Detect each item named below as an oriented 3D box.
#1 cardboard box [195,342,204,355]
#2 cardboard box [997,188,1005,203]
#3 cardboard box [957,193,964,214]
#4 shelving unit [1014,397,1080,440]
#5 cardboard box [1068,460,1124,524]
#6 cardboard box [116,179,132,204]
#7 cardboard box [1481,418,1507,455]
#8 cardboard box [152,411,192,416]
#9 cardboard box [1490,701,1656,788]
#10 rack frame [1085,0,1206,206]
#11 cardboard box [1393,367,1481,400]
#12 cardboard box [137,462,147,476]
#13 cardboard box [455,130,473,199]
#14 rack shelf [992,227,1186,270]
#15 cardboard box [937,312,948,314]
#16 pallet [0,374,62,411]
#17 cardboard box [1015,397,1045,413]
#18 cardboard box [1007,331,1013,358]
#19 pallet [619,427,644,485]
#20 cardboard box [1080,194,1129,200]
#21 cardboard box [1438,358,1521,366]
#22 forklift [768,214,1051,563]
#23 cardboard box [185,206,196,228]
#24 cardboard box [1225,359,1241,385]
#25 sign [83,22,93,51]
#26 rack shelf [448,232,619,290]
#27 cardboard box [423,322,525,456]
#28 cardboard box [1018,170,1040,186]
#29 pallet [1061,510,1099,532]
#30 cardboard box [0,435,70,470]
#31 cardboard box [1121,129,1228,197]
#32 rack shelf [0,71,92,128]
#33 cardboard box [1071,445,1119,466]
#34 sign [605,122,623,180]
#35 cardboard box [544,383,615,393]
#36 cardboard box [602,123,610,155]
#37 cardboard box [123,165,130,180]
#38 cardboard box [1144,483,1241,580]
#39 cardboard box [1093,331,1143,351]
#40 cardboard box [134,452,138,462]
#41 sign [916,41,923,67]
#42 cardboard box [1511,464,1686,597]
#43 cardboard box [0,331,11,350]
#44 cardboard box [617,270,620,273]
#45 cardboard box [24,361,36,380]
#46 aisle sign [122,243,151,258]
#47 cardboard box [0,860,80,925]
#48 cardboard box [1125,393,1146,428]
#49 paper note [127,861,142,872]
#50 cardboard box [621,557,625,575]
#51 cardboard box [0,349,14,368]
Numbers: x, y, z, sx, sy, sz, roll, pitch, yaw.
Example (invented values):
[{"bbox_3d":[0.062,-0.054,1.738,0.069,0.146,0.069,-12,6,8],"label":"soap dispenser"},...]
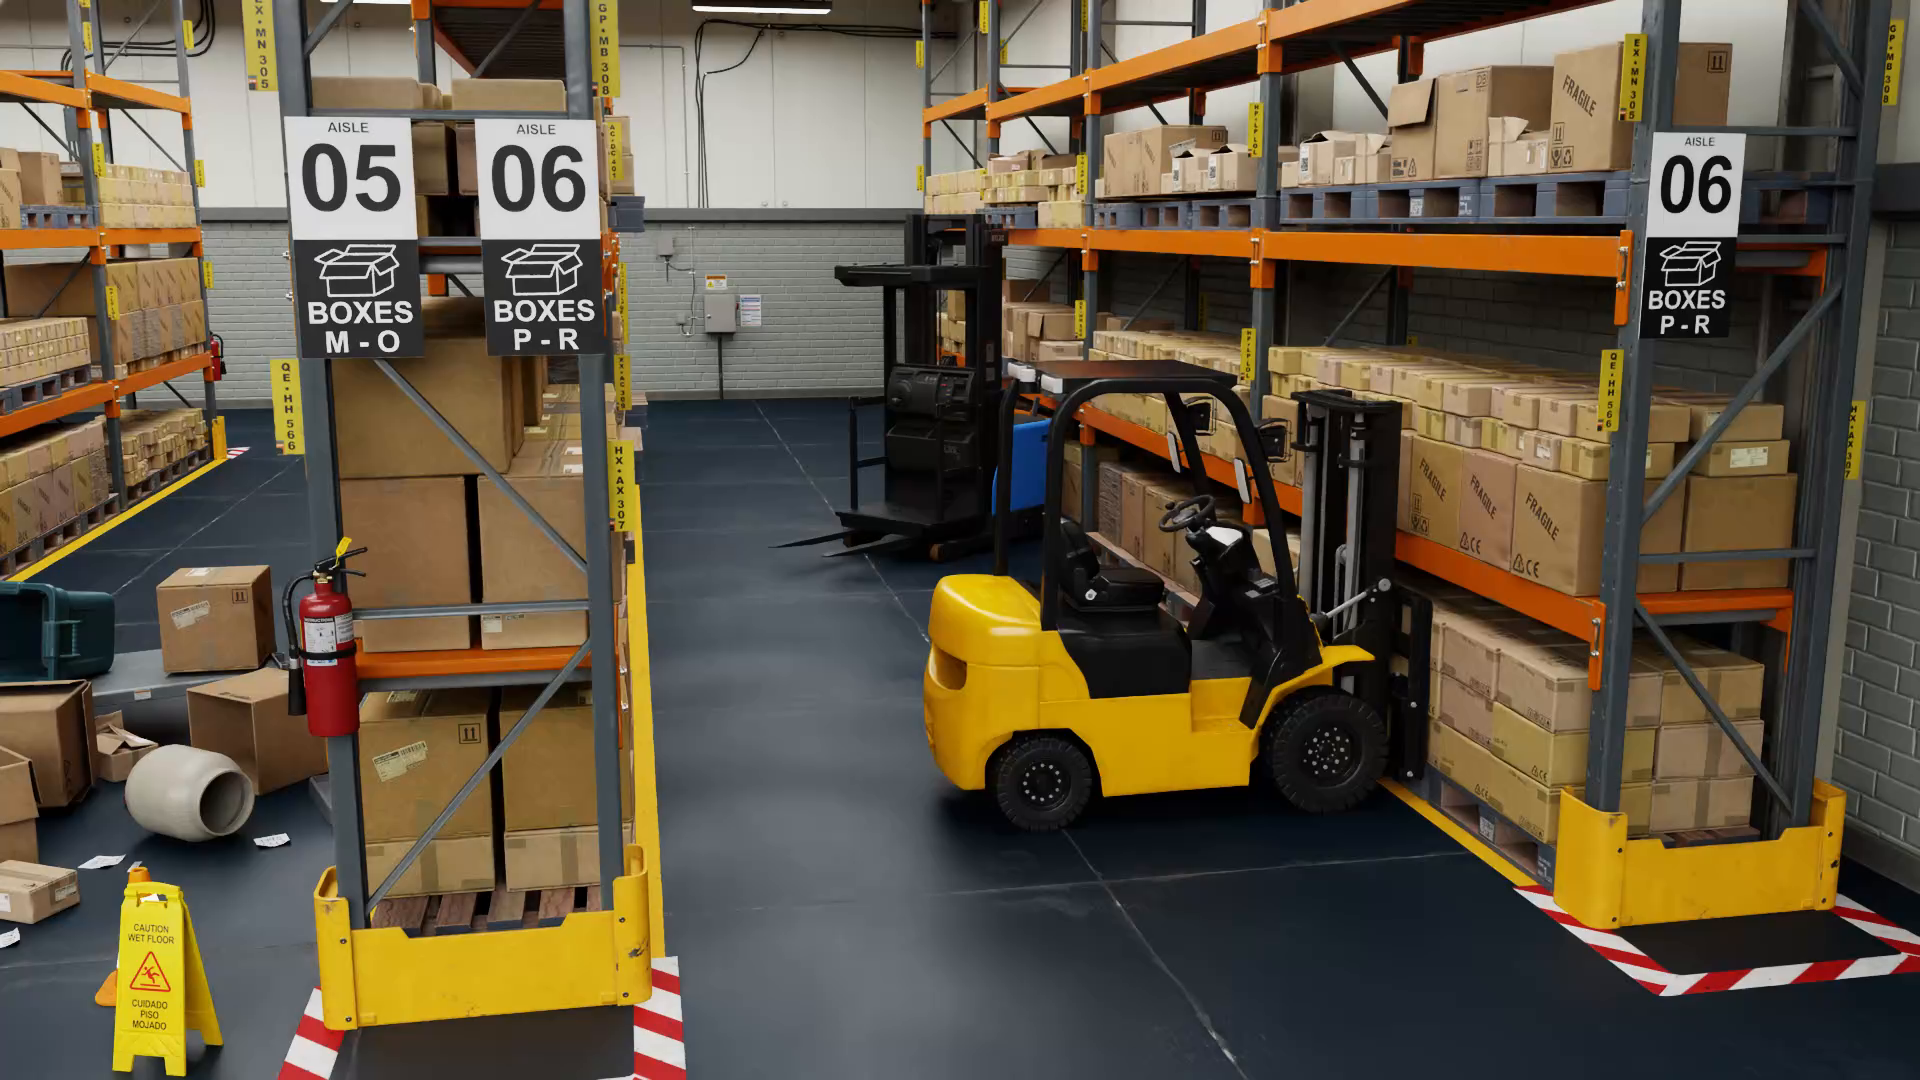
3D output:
[{"bbox_3d":[-9.346,-2.309,20.032,0.380,0.149,0.250,-2,11,-11],"label":"cardboard box"},{"bbox_3d":[0.590,-3.523,16.998,0.380,0.149,0.250,-2,11,-10],"label":"cardboard box"},{"bbox_3d":[0.256,-3.943,19.527,0.500,0.250,0.500,-2,11,-10],"label":"cardboard box"},{"bbox_3d":[0.610,-0.813,16.020,0.538,1.125,1.048,12,4,-23],"label":"shelving unit"},{"bbox_3d":[1.280,-0.443,15.116,0.500,0.500,0.500,-2,11,-9],"label":"cardboard box"},{"bbox_3d":[-8.860,-3.583,17.092,0.500,0.250,0.500,-2,11,-11],"label":"cardboard box"},{"bbox_3d":[2.680,-0.490,7.800,0.380,0.149,0.250,-2,11,-11],"label":"cardboard box"},{"bbox_3d":[-9.343,-1.444,19.726,0.380,0.149,0.250,-2,11,-10],"label":"cardboard box"},{"bbox_3d":[2.727,0.894,7.427,0.500,0.250,0.500,-2,11,-12],"label":"cardboard box"},{"bbox_3d":[1.573,-4.342,13.994,1.000,3.000,0.127,-2,11,-11],"label":"rack frame"},{"bbox_3d":[2.516,-0.827,8.776,0.380,0.149,0.250,-2,11,-11],"label":"cardboard box"},{"bbox_3d":[-8.816,-0.725,17.540,0.380,0.149,0.250,-2,11,-11],"label":"cardboard box"},{"bbox_3d":[-2.187,-1.469,6.529,0.500,0.250,0.500,-2,11,-12],"label":"cardboard box"},{"bbox_3d":[1.184,-2.882,16.269,1.077,0.370,4.000,-2,11,-11],"label":"rack shelf"},{"bbox_3d":[-0.159,-2.841,21.761,0.500,0.250,0.500,-2,11,-11],"label":"cardboard box"},{"bbox_3d":[-8.556,-1.282,14.478,1.003,0.211,1.213,-2,11,-11],"label":"pallet"},{"bbox_3d":[0.701,-1.450,17.878,0.380,0.149,0.250,-3,11,-14],"label":"cardboard box"},{"bbox_3d":[0.689,-2.000,16.971,0.396,0.266,0.258,-2,11,-8],"label":"cardboard box"},{"bbox_3d":[-2.523,-0.531,10.531,1.003,0.211,1.213,-2,11,-11],"label":"pallet"},{"bbox_3d":[1.268,-3.047,14.547,0.380,0.149,0.250,-2,11,-10],"label":"cardboard box"},{"bbox_3d":[2.923,-0.940,9.368,0.380,0.149,0.250,-2,11,-12],"label":"cardboard box"},{"bbox_3d":[-0.390,-1.349,14.496,1.130,2.935,3.031,8,14,38],"label":"forklift"},{"bbox_3d":[-9.339,-3.808,19.615,0.500,0.250,0.500,-2,11,-12],"label":"cardboard box"},{"bbox_3d":[1.999,-1.130,11.163,0.380,0.149,0.250,-2,11,-12],"label":"cardboard box"},{"bbox_3d":[-10.219,-5.907,19.509,0.100,0.325,0.005,-2,11,-11],"label":"sign"},{"bbox_3d":[-2.906,-1.967,11.463,1.077,0.370,4.000,-2,11,-11],"label":"rack shelf"},{"bbox_3d":[-2.144,-0.611,6.703,0.700,0.500,0.500,-2,11,-10],"label":"cardboard box"},{"bbox_3d":[0.780,-3.529,16.232,0.380,0.149,0.250,-2,11,-11],"label":"cardboard box"},{"bbox_3d":[1.465,-0.163,15.542,1.003,0.211,1.213,-2,11,-11],"label":"pallet"},{"bbox_3d":[-8.313,-0.777,14.865,0.500,0.250,0.500,-3,11,-14],"label":"cardboard box"},{"bbox_3d":[1.671,-2.942,13.005,0.700,0.500,0.500,-2,11,-12],"label":"cardboard box"},{"bbox_3d":[-8.520,-3.779,14.031,1.077,0.370,4.000,-2,11,-11],"label":"rack shelf"},{"bbox_3d":[1.228,-0.773,15.116,0.380,0.149,0.250,-3,11,-14],"label":"cardboard box"},{"bbox_3d":[-1.987,-2.228,9.531,0.100,0.325,0.005,-2,11,-11],"label":"sign"},{"bbox_3d":[-2.187,-0.603,9.331,0.500,0.500,0.500,-2,11,-12],"label":"cardboard box"},{"bbox_3d":[-1.974,-2.033,8.425,0.380,0.149,0.250,-2,11,-9],"label":"cardboard box"},{"bbox_3d":[-8.929,-3.843,17.394,0.380,0.149,0.250,-2,11,-13],"label":"cardboard box"},{"bbox_3d":[1.947,-0.076,12.857,0.875,0.625,0.625,-3,11,-13],"label":"cardboard box"},{"bbox_3d":[1.346,-1.693,14.122,0.380,0.149,0.250,-2,11,-9],"label":"cardboard box"},{"bbox_3d":[-8.886,-0.865,17.479,0.380,0.149,0.250,-2,11,-11],"label":"cardboard box"},{"bbox_3d":[-0.515,-6.287,21.505,0.100,0.325,0.005,-2,11,-11],"label":"sign"},{"bbox_3d":[2.775,-0.057,7.261,0.500,0.500,0.500,-2,11,-12],"label":"cardboard box"},{"bbox_3d":[-8.235,-1.674,13.982,0.380,0.149,0.250,-2,11,-8],"label":"cardboard box"},{"bbox_3d":[-4.300,-2.956,19.815,0.500,0.500,0.500,-2,11,-11],"label":"cardboard box"},{"bbox_3d":[-8.329,-1.478,14.542,0.380,0.149,0.250,-2,11,-13],"label":"cardboard box"},{"bbox_3d":[-9.996,-3.762,20.039,0.394,0.787,0.004,-2,11,-11],"label":"aisle sign"},{"bbox_3d":[-3.976,1.487,7.037,0.380,0.149,0.250,4,11,18],"label":"cardboard box"},{"bbox_3d":[1.619,-1.044,13.114,0.500,0.250,0.500,-2,11,-13],"label":"cardboard box"},{"bbox_3d":[-3.718,1.472,7.491,0.032,0.001,0.123,-2,11,-11],"label":"paper note"},{"bbox_3d":[-2.139,0.395,9.377,0.500,0.500,0.500,-2,11,-12],"label":"cardboard box"},{"bbox_3d":[-8.235,-1.530,14.021,0.380,0.149,0.250,-2,11,-11],"label":"cardboard box"}]
